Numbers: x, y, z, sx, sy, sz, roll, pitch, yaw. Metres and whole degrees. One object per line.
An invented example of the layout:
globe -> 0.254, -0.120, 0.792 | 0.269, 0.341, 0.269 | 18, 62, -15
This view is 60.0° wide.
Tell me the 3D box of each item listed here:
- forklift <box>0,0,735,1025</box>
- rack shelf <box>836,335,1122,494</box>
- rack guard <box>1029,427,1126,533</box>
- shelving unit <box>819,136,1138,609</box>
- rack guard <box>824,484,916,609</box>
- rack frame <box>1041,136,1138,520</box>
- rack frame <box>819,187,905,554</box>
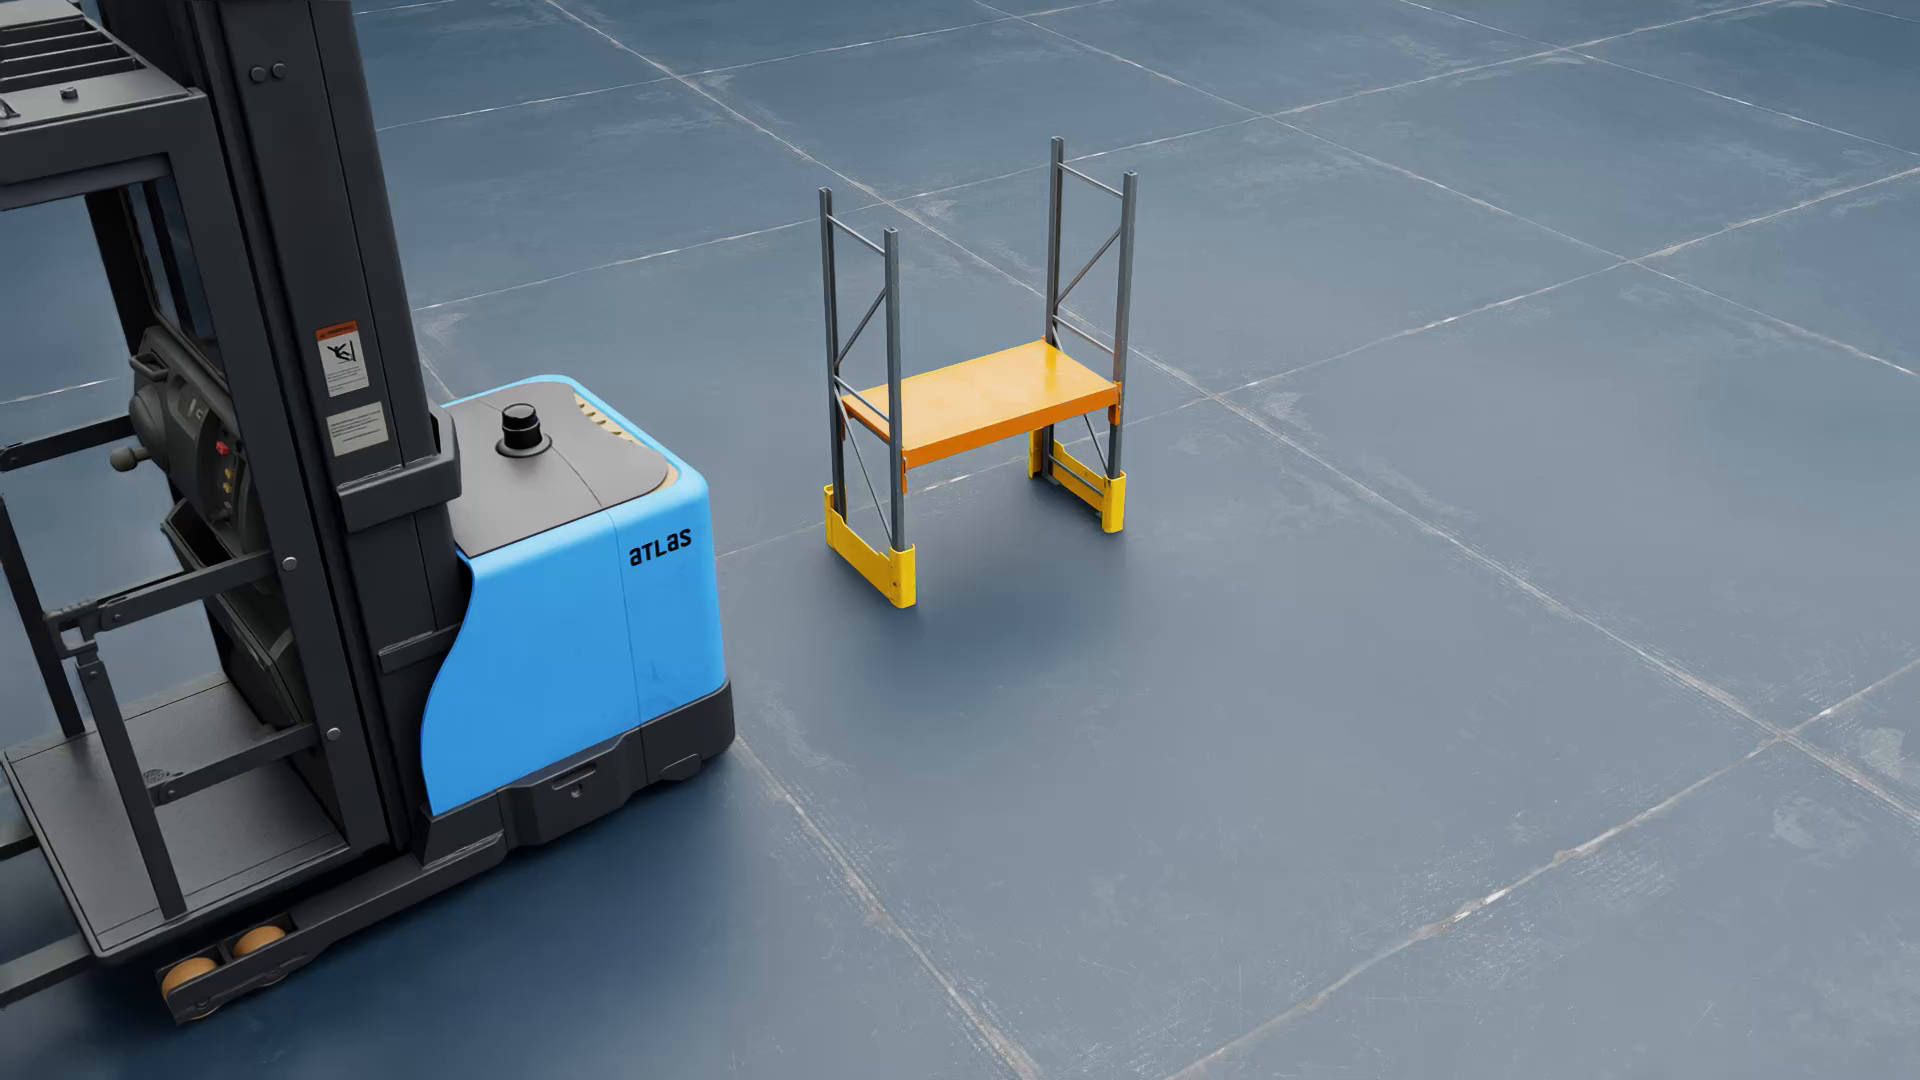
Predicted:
forklift -> -2.219, -0.225, 4.360 | 3.031, 2.935, 1.130 | -23, 39, -32
rack shelf -> 0.072, -0.507, 6.485 | 1.000, 0.185, 0.538 | -19, 37, -27
rack guard -> 0.483, -0.272, 6.946 | 0.087, 0.250, 0.587 | -19, 37, -27
shelving unit -> 0.064, -0.656, 6.385 | 1.083, 1.500, 0.587 | -19, 37, -27
rack guard -> -0.355, 0.016, 6.490 | 0.087, 0.250, 0.587 | -19, 37, -27
rack frame -> 0.499, -0.806, 6.622 | 0.032, 1.500, 0.500 | -19, 37, -27
rack frame -> -0.356, -0.512, 6.156 | 0.032, 1.500, 0.500 | -19, 37, -27
